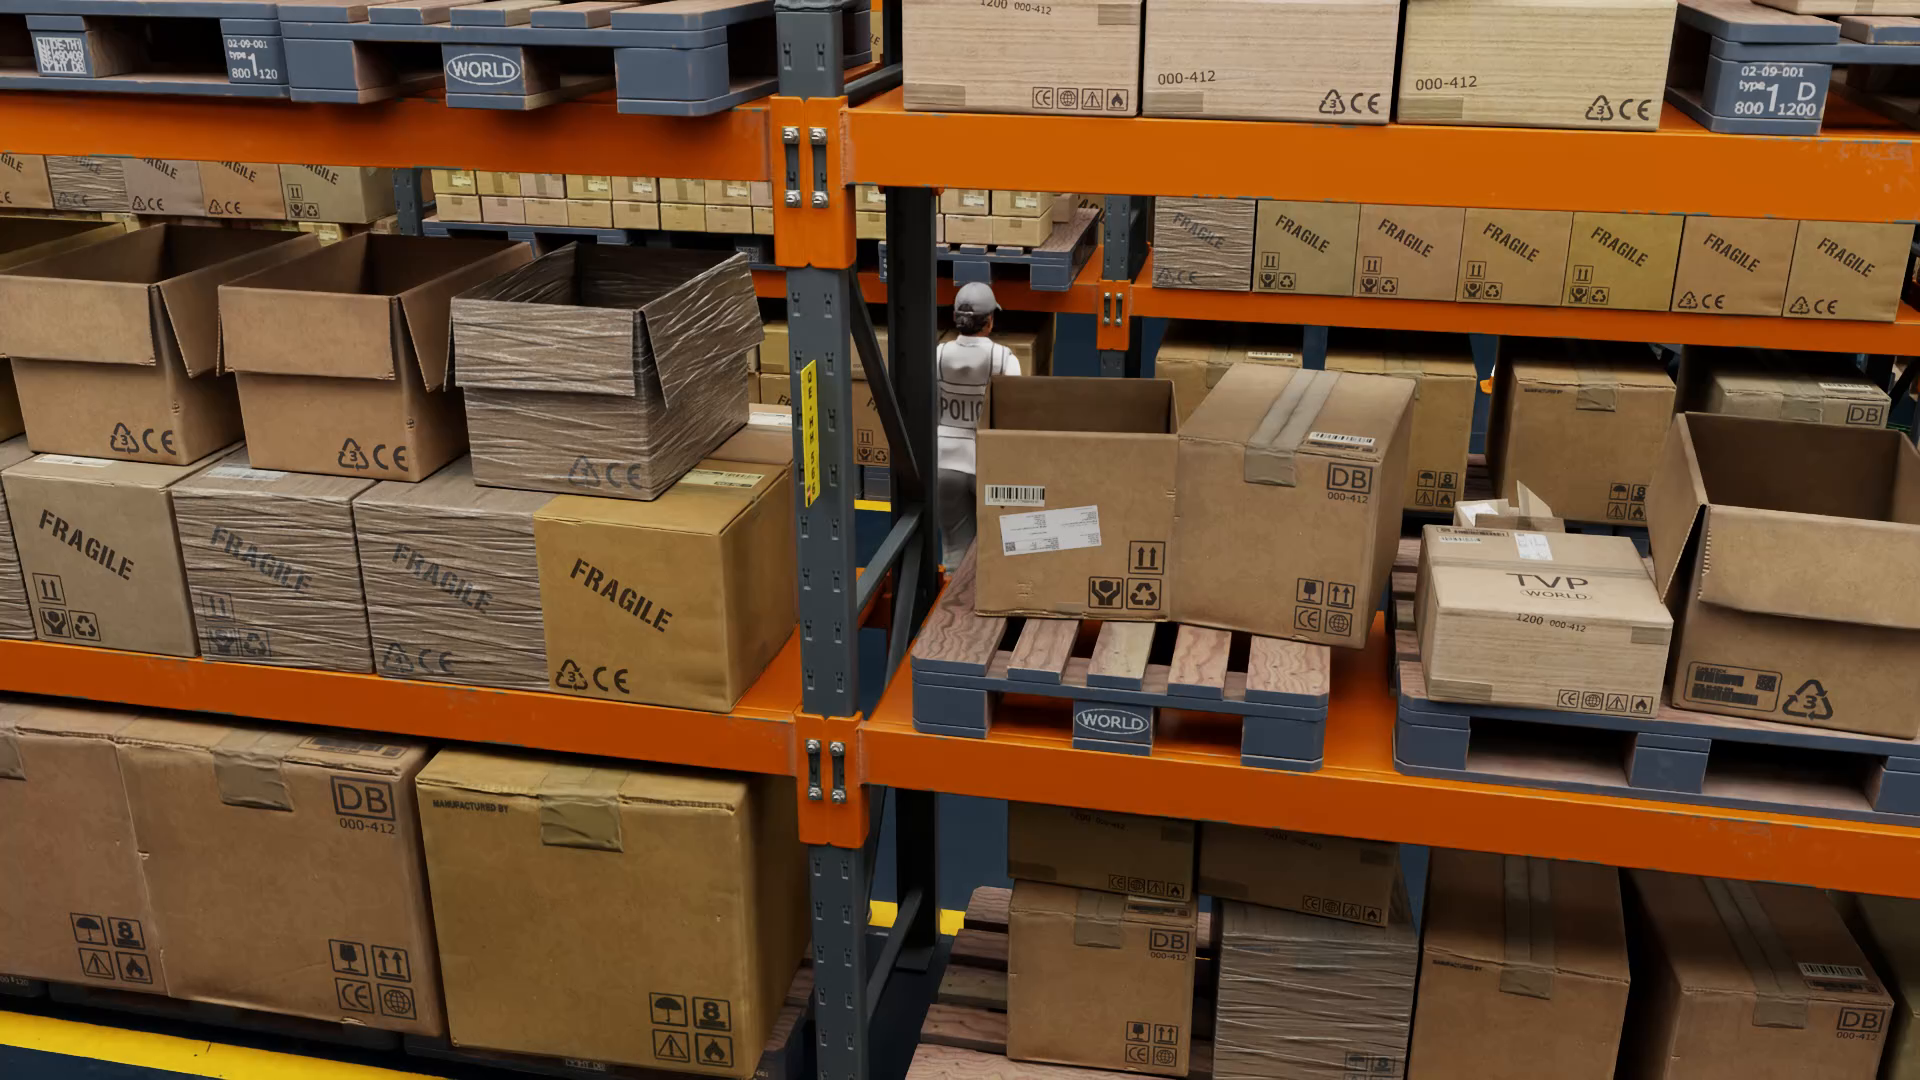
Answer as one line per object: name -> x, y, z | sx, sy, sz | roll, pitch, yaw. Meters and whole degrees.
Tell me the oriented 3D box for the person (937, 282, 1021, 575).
person -> 0.068, -0.294, 7.370 | 0.495, 1.716, 0.416 | 5, 22, 12
